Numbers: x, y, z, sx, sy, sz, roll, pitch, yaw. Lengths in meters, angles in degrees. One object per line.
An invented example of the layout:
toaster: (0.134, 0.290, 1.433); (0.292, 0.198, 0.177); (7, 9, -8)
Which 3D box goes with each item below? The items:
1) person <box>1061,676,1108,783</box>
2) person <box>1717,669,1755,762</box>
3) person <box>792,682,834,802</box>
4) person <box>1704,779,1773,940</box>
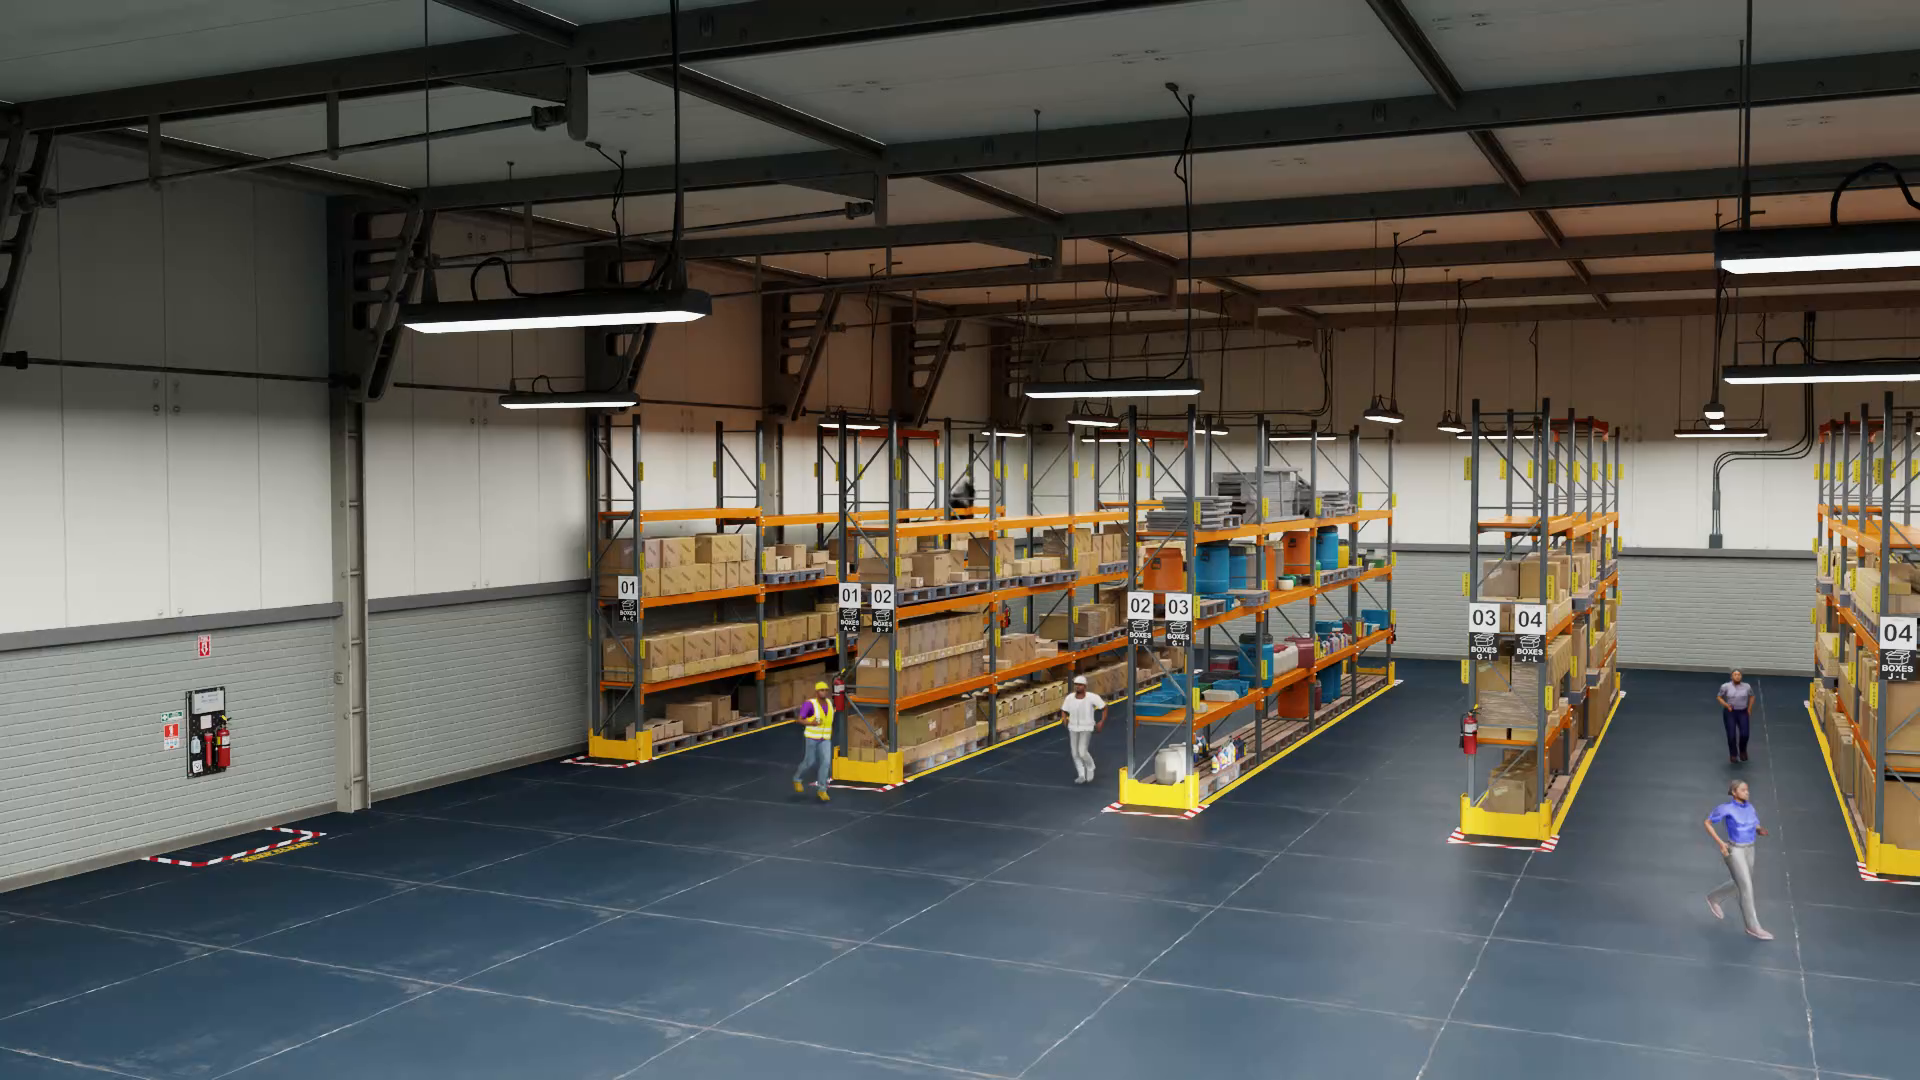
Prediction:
person: (1.933, 3.034, 26.535); (0.727, 1.723, 0.591); (1, 3, 26)
person: (13.323, 3.016, 28.542); (0.603, 1.609, 0.573); (1, 3, 20)
person: (-2.187, 3.064, 25.556); (0.705, 1.786, 0.893); (-2, 3, -34)
person: (8.441, 3.411, 18.047); (0.579, 1.637, 0.941); (-1, 3, -26)
